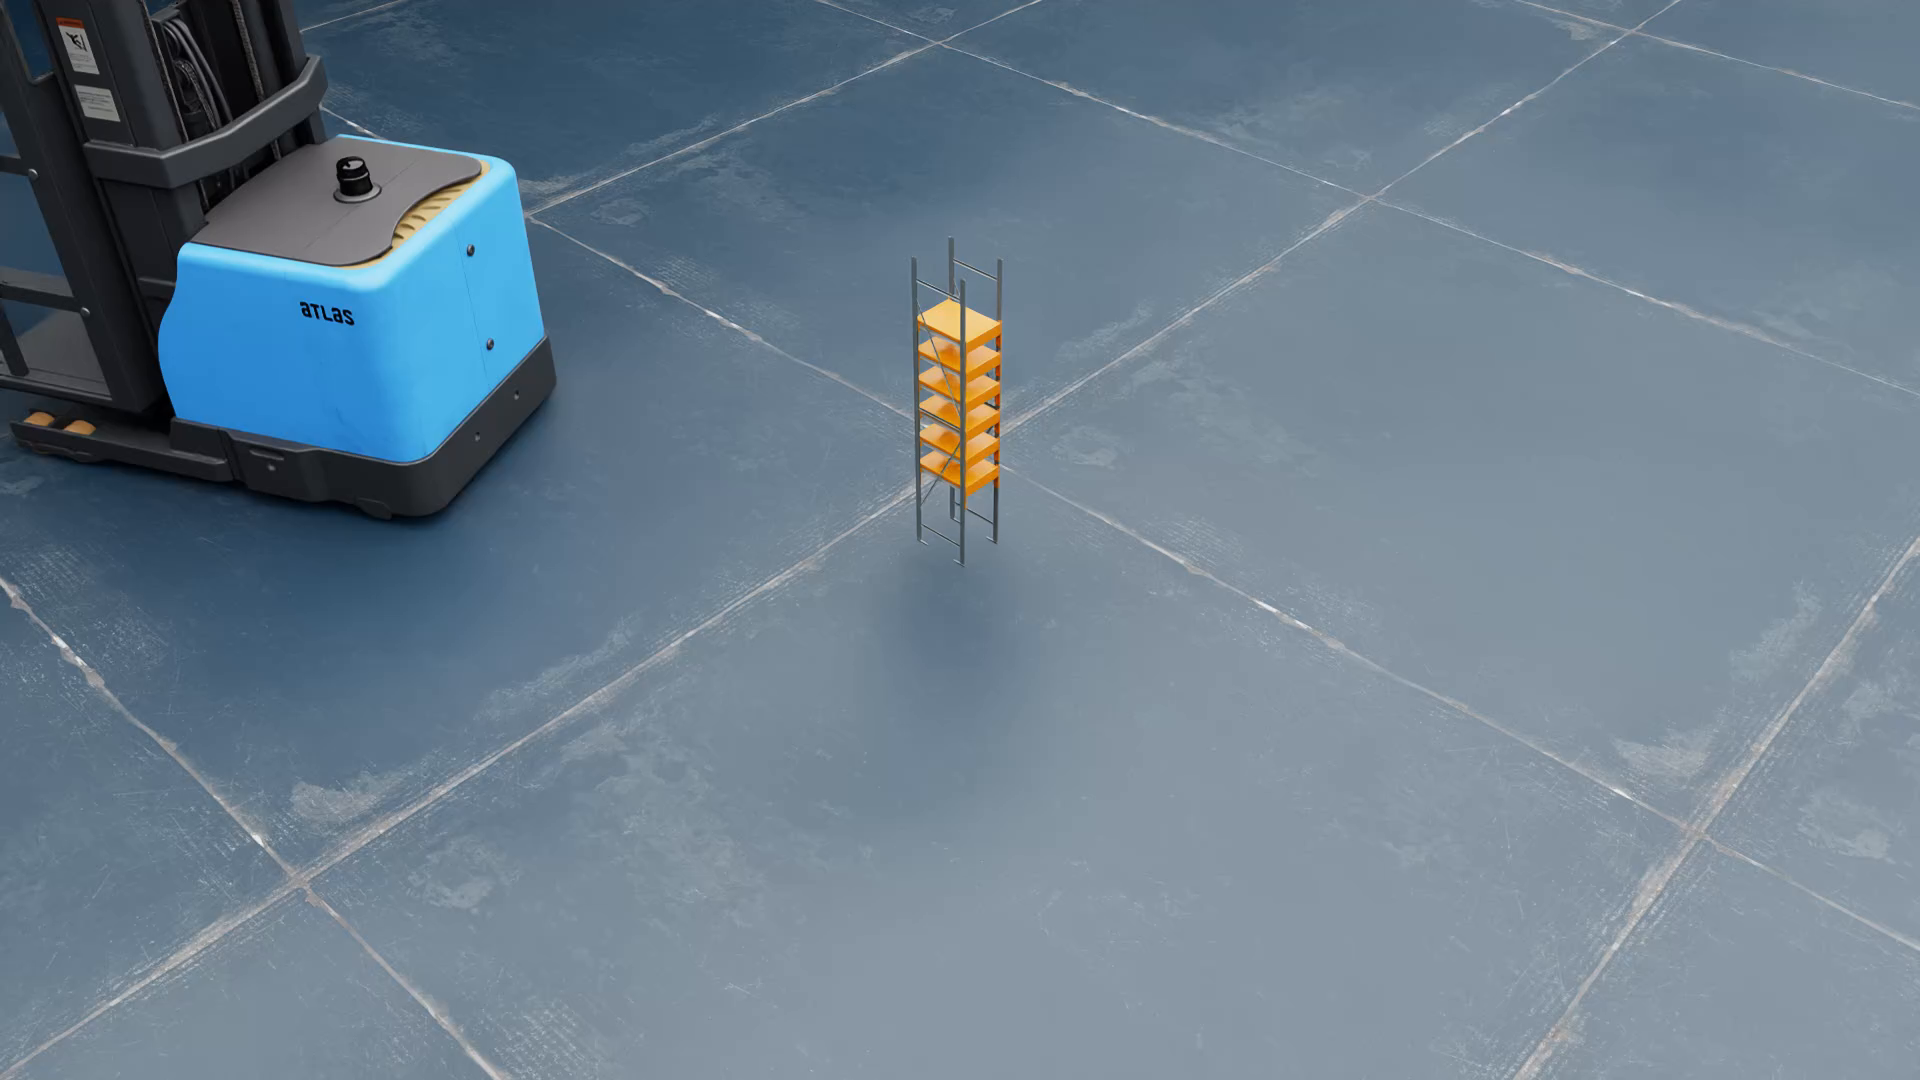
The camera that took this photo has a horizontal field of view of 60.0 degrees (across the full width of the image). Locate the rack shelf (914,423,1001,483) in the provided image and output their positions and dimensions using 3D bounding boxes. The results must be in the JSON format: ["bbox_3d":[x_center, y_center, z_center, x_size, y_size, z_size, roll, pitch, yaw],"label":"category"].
[{"bbox_3d":[-0.010,-0.334,5.971,0.258,0.103,0.180,30,47,32],"label":"rack shelf"}]

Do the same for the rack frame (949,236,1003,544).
[{"bbox_3d":[0.052,-0.505,5.921,0.240,1.200,0.006,30,47,32],"label":"rack frame"}]

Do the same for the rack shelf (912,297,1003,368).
[{"bbox_3d":[-0.010,-0.710,5.672,0.258,0.103,0.180,30,47,32],"label":"rack shelf"}]

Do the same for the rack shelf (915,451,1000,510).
[{"bbox_3d":[-0.010,-0.240,6.045,0.258,0.103,0.180,30,47,32],"label":"rack shelf"}]

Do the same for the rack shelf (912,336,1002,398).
[{"bbox_3d":[-0.010,-0.616,5.746,0.258,0.103,0.180,30,47,32],"label":"rack shelf"}]

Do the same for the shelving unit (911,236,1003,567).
[{"bbox_3d":[-0.010,-0.463,5.868,0.258,1.200,0.189,30,47,32],"label":"shelving unit"}]

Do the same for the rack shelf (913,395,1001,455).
[{"bbox_3d":[-0.010,-0.428,5.896,0.258,0.103,0.180,30,47,32],"label":"rack shelf"}]

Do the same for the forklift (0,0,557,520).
[{"bbox_3d":[-3.262,-1.757,6.104,3.031,2.935,1.130,11,40,14],"label":"forklift"}]

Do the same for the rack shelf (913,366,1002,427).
[{"bbox_3d":[-0.010,-0.522,5.821,0.258,0.103,0.180,30,47,32],"label":"rack shelf"}]

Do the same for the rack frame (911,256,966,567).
[{"bbox_3d":[-0.071,-0.421,5.815,0.240,1.200,0.006,30,47,32],"label":"rack frame"}]
